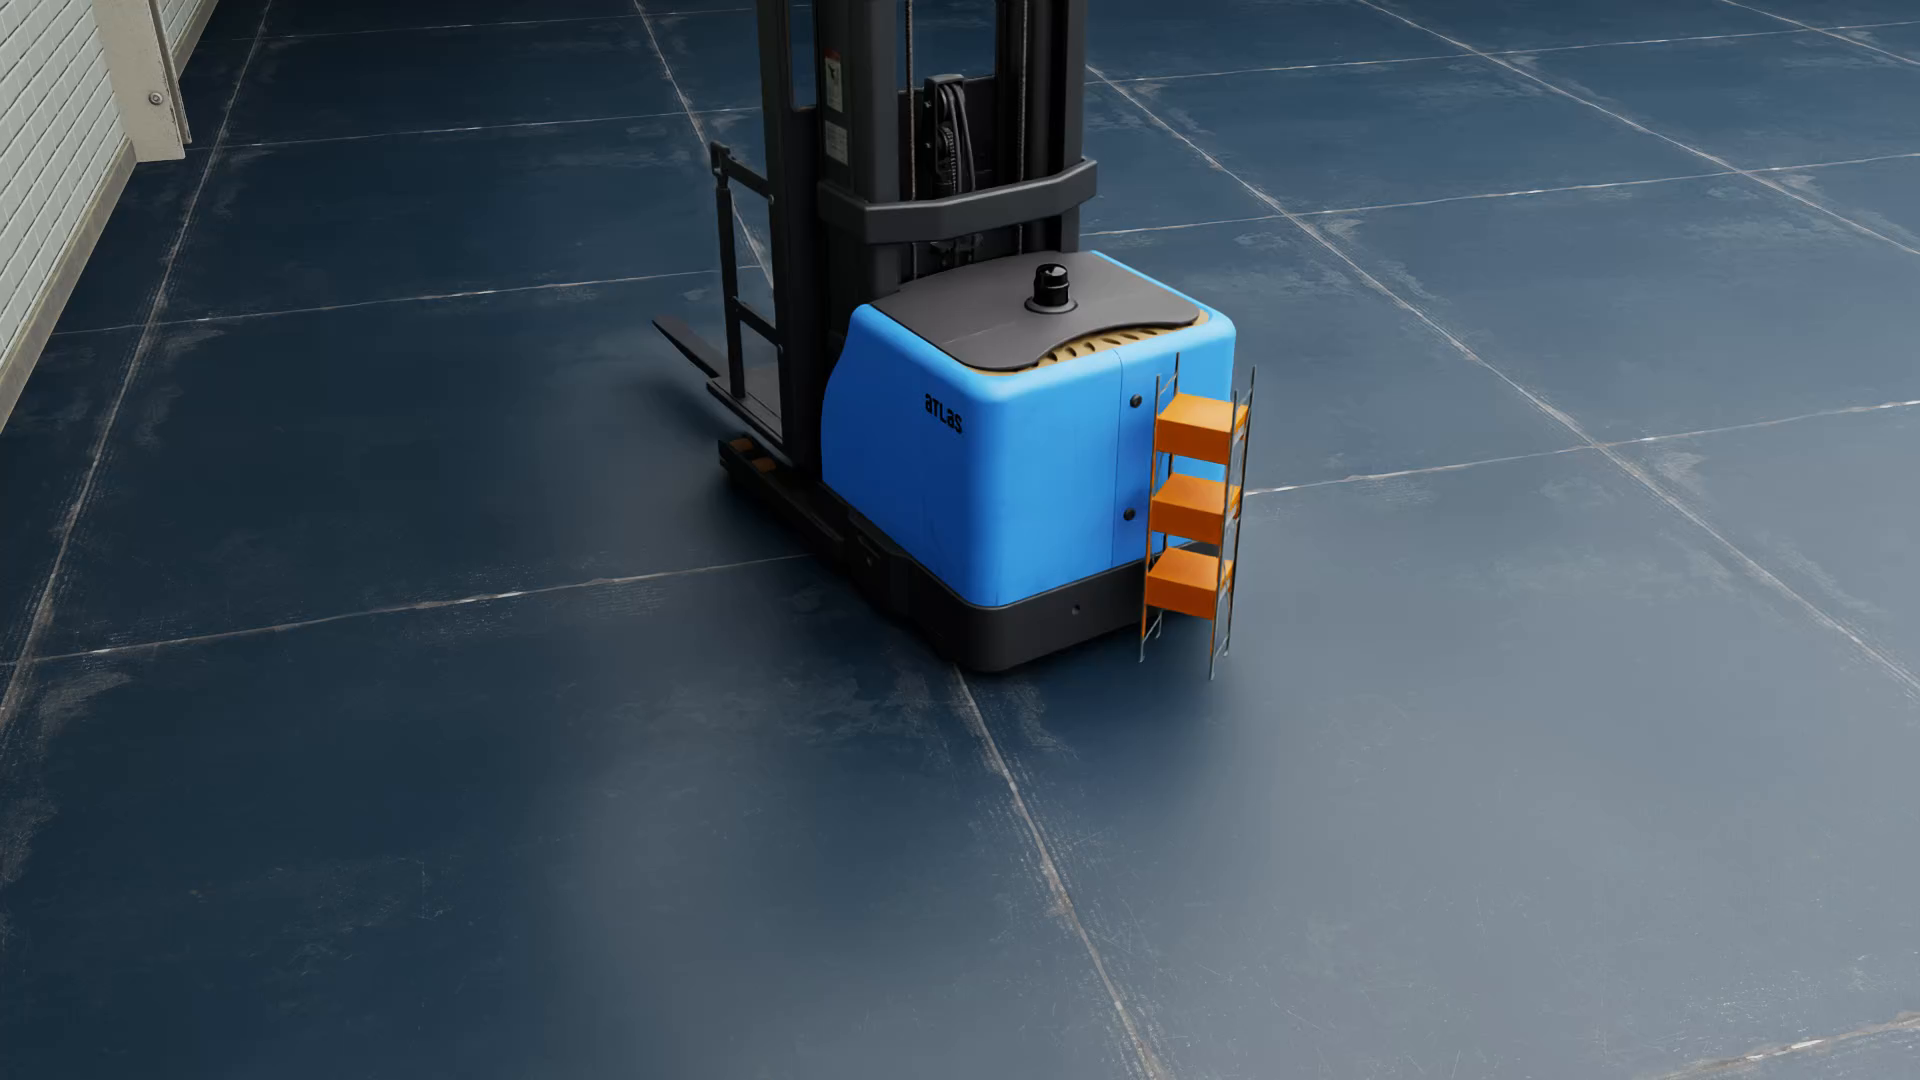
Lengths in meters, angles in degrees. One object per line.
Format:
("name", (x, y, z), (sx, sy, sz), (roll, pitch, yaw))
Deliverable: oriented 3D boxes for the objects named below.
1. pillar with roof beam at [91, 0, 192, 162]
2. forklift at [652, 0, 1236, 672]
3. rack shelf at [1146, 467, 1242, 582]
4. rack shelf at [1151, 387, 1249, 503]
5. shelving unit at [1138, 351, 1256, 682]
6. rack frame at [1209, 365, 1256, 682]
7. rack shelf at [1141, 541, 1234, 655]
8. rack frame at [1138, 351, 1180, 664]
("pillar with roof beam", (-0.880, -6.916, 9.216), (9.100, 9.000, 0.400), (-8, 31, -13))
("forklift", (-0.307, -1.540, 5.985), (1.130, 2.935, 3.031), (-18, 34, -28))
("rack shelf", (0.749, -0.052, 5.312), (0.240, 0.259, 0.215), (13, 33, 22))
("rack shelf", (0.749, -0.297, 5.169), (0.240, 0.259, 0.215), (13, 33, 22))
("shelving unit", (0.749, -0.061, 5.307), (0.252, 1.050, 0.215), (13, 33, 22))
("rack frame", (0.860, -0.035, 5.262), (0.008, 1.050, 0.200), (13, 33, 22))
("rack shelf", (0.750, 0.188, 5.452), (0.240, 0.259, 0.215), (13, 33, 22))
("rack frame", (0.639, -0.087, 5.352), (0.008, 1.050, 0.200), (13, 33, 22))
